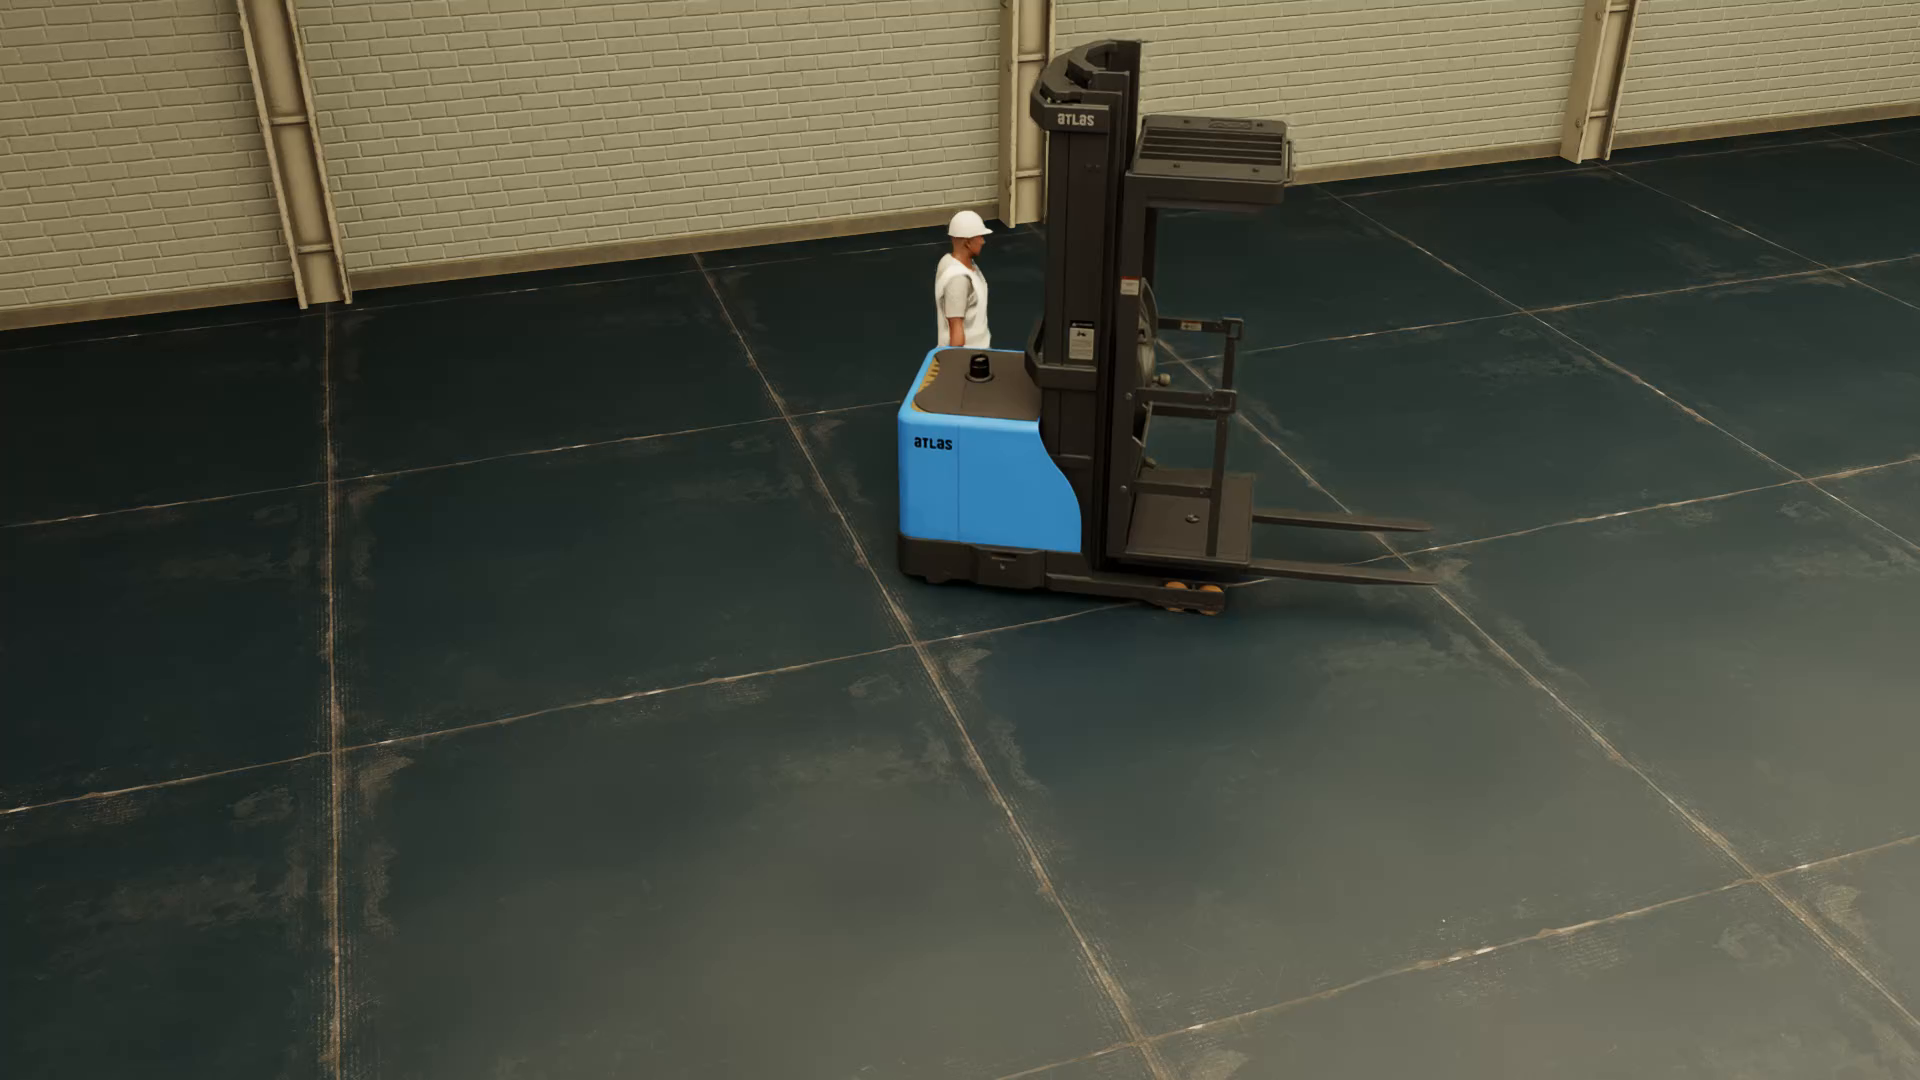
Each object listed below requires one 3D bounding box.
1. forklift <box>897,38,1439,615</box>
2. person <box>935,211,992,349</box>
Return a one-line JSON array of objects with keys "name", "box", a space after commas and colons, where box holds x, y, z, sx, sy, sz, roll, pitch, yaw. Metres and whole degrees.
[{"name": "forklift", "box": [1.209, -1.138, 9.066, 3.031, 2.935, 1.130, 5, 30, 9]}, {"name": "person", "box": [0.037, -1.180, 10.417, 0.398, 1.746, 0.894, 2, 30, 4]}]
